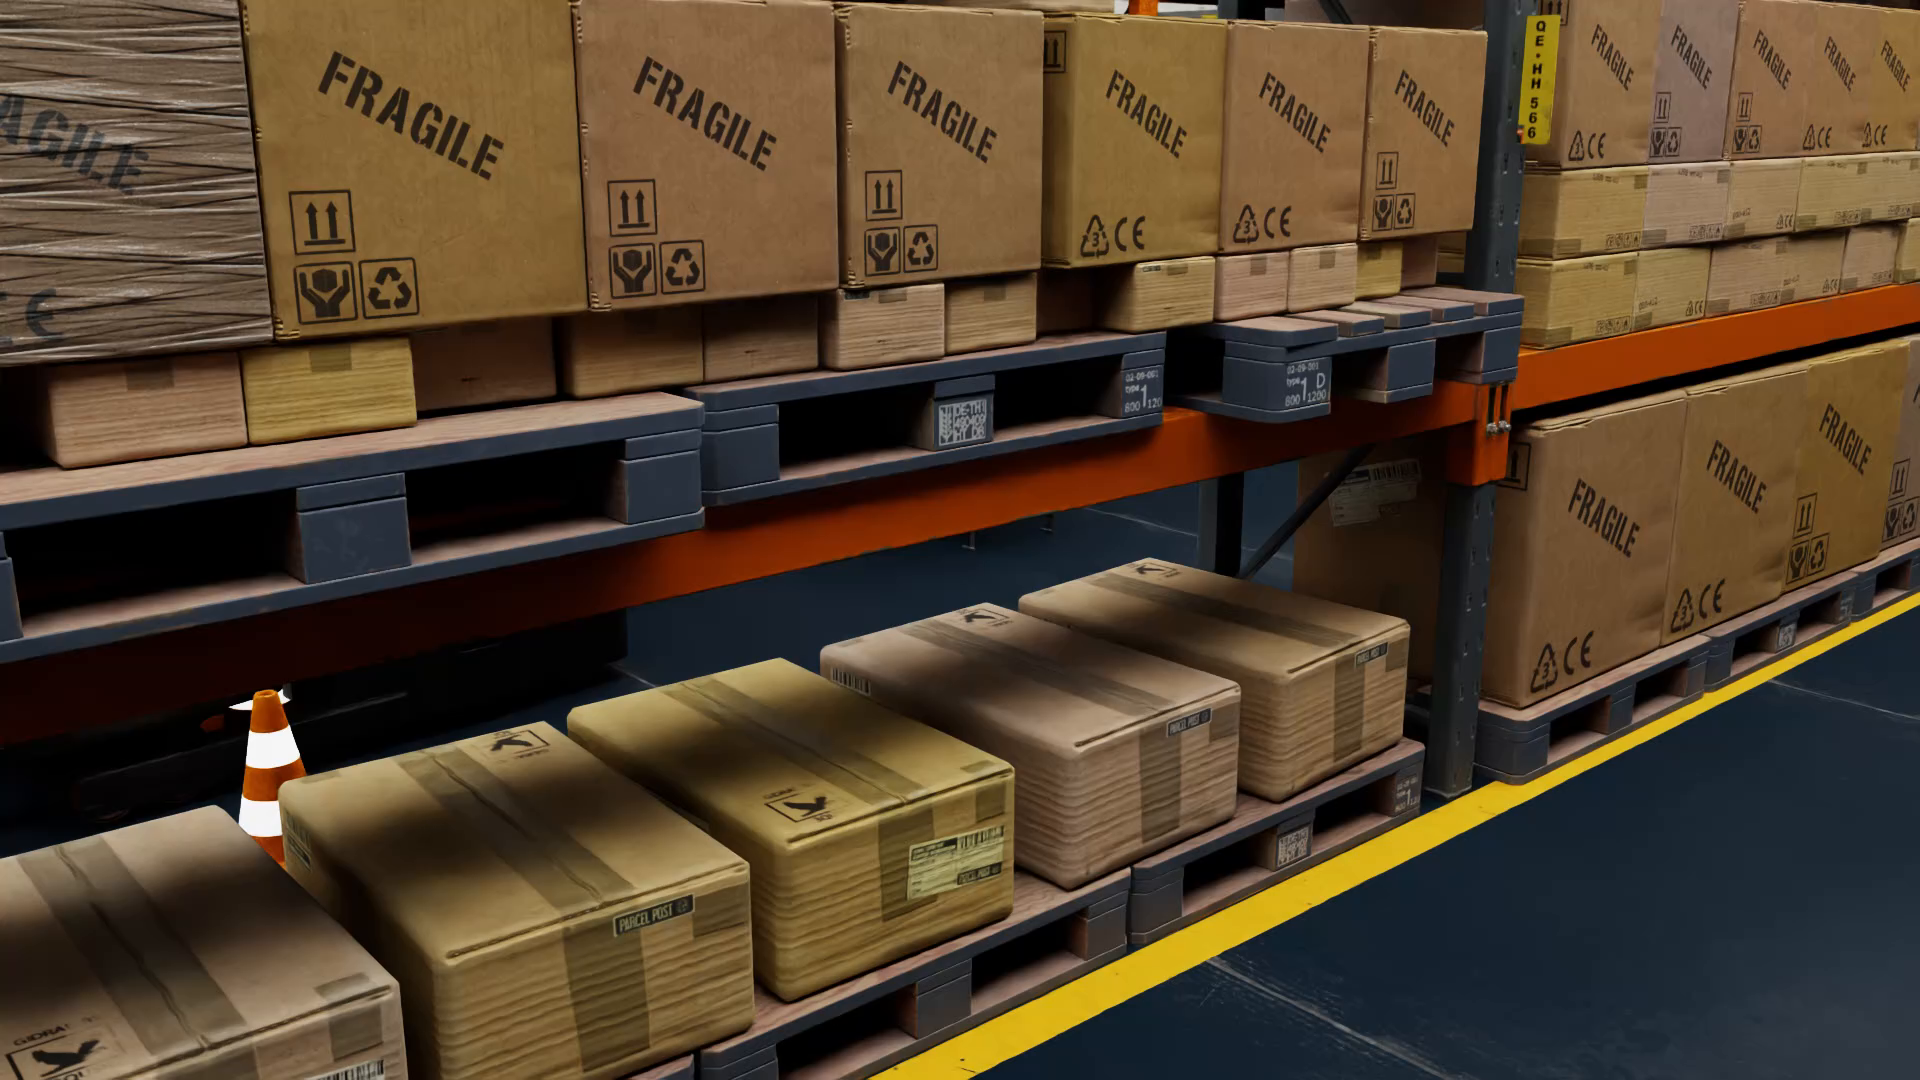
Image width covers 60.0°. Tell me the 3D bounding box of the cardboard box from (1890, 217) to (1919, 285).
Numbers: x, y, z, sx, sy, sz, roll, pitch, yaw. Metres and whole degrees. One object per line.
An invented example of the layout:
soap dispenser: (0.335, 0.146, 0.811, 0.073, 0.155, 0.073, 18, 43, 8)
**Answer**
cardboard box: (3.609, -1.182, 6.655, 0.500, 0.250, 0.500, -13, 20, -40)

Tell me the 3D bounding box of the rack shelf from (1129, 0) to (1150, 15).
rack shelf: (-0.667, -3.175, 9.407, 4.000, 0.370, 1.077, -13, 19, -39)

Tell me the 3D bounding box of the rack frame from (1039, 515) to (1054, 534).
rack frame: (0.309, -1.084, 7.739, 0.015, 2.100, 0.400, -13, 19, -39)

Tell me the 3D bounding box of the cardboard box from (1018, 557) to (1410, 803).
cardboard box: (0.717, 0.372, 4.823, 0.625, 0.372, 0.950, -14, 21, -43)

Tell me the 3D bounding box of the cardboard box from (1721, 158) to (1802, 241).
cardboard box: (2.469, -1.165, 5.619, 0.500, 0.250, 0.500, -13, 20, -40)

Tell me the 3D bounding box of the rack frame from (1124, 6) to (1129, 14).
rack frame: (0.842, -2.413, 10.969, 0.127, 3.000, 1.000, -13, 19, -39)

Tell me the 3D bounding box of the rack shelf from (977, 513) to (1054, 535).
rack shelf: (0.125, -0.353, 7.768, 0.480, 0.518, 0.431, -13, 19, -39)

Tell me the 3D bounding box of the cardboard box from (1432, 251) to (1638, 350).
cardboard box: (1.684, -0.750, 5.035, 0.500, 0.250, 0.500, -13, 20, -40)

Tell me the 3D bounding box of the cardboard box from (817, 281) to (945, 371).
cardboard box: (-0.242, -0.440, 3.257, 0.250, 0.149, 0.380, -12, 19, -37)

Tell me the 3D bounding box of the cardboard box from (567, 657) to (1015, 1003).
cardboard box: (-0.410, 0.626, 3.872, 0.625, 0.372, 0.950, -12, 19, -38)

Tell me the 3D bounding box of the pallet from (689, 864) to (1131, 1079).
pallet: (-0.361, 0.897, 3.985, 1.213, 0.211, 1.003, -13, 19, -39)

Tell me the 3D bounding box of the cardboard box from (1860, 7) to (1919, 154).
cardboard box: (3.214, -1.702, 6.177, 0.500, 0.500, 0.500, -12, 19, -38)

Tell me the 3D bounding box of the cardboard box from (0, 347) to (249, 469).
cardboard box: (-1.244, -0.224, 2.451, 0.250, 0.149, 0.380, -12, 19, -39)

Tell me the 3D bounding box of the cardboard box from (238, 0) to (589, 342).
cardboard box: (-0.948, -0.614, 2.653, 0.500, 0.500, 0.500, -13, 19, -39)

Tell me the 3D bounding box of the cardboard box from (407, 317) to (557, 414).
cardboard box: (-0.886, -0.328, 2.838, 0.250, 0.149, 0.380, -11, 19, -36)

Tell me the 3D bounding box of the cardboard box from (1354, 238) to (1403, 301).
cardboard box: (0.902, -0.709, 4.265, 0.250, 0.149, 0.380, -12, 19, -39)

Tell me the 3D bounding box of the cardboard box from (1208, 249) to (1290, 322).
cardboard box: (0.546, -0.617, 3.919, 0.250, 0.149, 0.380, -14, 20, -42)

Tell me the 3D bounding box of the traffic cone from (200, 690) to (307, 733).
traffic cone: (-2.289, 0.388, 5.399, 0.334, 0.463, 0.336, -13, 19, -39)

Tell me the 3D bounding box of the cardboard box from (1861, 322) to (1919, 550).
cardboard box: (3.752, -0.522, 7.194, 0.875, 0.875, 0.875, -12, 19, -38)

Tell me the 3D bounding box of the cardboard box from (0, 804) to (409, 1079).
cardboard box: (-1.474, 0.867, 2.971, 0.625, 0.372, 0.950, -12, 19, -39)

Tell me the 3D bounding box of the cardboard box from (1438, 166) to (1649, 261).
cardboard box: (1.694, -0.995, 4.985, 0.500, 0.250, 0.500, -13, 20, -40)

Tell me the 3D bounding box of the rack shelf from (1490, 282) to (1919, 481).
rack shelf: (2.658, -0.780, 6.250, 4.000, 0.370, 1.077, -13, 19, -39)

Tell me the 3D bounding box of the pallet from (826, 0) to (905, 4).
pallet: (-0.794, -5.144, 15.554, 1.213, 0.211, 1.003, -13, 19, -39)

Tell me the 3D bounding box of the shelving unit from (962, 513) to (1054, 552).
shelving unit: (0.125, -1.042, 7.584, 0.503, 2.100, 0.431, -13, 19, -39)

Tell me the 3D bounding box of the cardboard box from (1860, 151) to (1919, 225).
cardboard box: (3.235, -1.338, 6.268, 0.500, 0.250, 0.500, -12, 19, -38)

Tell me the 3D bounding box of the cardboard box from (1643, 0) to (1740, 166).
cardboard box: (2.050, -1.442, 5.203, 0.500, 0.500, 0.500, -13, 19, -39)

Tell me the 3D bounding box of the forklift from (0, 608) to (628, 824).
forklift: (-2.589, -0.759, 4.913, 3.031, 2.935, 1.130, -14, 21, -43)

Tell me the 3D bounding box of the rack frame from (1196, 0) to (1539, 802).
rack frame: (1.150, -0.788, 4.889, 0.127, 3.000, 1.000, -13, 19, -39)

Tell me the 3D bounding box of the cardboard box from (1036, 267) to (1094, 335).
cardboard box: (0.076, -0.549, 3.666, 0.250, 0.149, 0.380, -12, 19, -39)

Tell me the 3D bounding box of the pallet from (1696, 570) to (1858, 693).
pallet: (2.714, 0.234, 6.464, 1.213, 0.211, 1.003, -13, 19, -39)

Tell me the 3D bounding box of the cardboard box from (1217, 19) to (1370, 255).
cardboard box: (0.606, -0.962, 3.957, 0.500, 0.500, 0.500, -13, 20, -40)

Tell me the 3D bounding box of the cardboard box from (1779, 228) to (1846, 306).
cardboard box: (2.829, -1.012, 6.018, 0.500, 0.250, 0.500, -13, 19, -39)

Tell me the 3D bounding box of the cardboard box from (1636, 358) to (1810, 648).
cardboard box: (2.401, -0.216, 6.049, 0.875, 0.875, 0.875, -12, 19, -39)

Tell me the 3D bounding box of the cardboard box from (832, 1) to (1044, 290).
cardboard box: (-0.186, -0.784, 3.290, 0.500, 0.500, 0.500, -14, 20, -42)

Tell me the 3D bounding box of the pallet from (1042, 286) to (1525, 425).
pallet: (0.682, -0.554, 4.384, 1.003, 0.211, 1.213, -13, 19, -39)
